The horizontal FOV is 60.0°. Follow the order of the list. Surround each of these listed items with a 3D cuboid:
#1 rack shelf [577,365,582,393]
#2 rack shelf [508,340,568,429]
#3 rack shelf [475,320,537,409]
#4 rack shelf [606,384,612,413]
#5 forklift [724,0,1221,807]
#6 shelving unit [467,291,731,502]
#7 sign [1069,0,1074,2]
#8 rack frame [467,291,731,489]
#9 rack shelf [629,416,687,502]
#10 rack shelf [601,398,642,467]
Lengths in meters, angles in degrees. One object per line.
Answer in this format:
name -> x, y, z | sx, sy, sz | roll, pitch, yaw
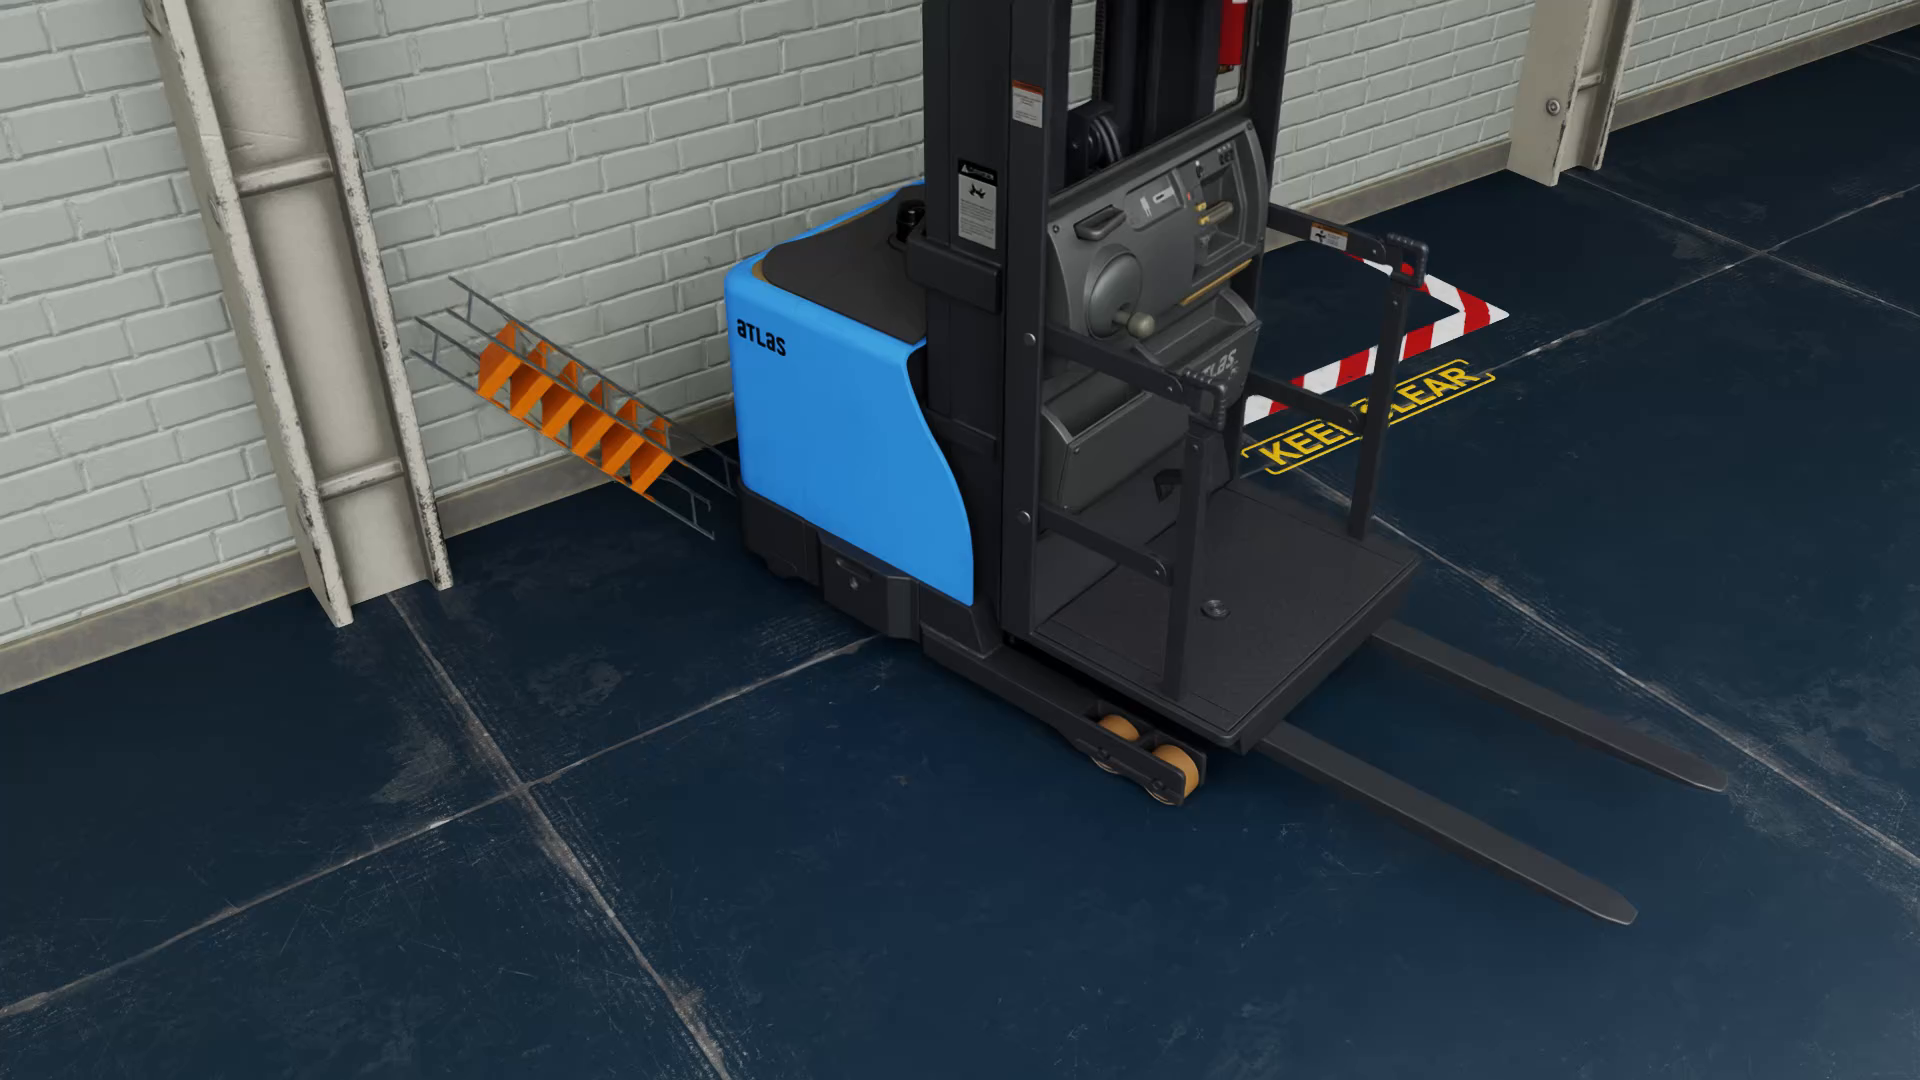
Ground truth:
rack shelf -> -1.298, -0.464, 5.448 | 0.020, 0.166, 0.199 | 34, 21, -31
rack shelf -> -1.369, -0.513, 5.396 | 0.103, 0.180, 0.258 | 34, 21, -31
rack shelf -> -1.453, -0.570, 5.333 | 0.103, 0.180, 0.258 | 34, 21, -31
rack shelf -> -1.214, -0.407, 5.510 | 0.020, 0.166, 0.199 | 34, 21, -31
forklift -> 0.706, -0.792, 4.341 | 3.031, 2.935, 1.130 | 27, 44, 32
shelving unit -> -1.230, -0.419, 5.497 | 1.046, 0.183, 0.258 | 34, 21, -31
sign -> 10.361, -2.162, 6.103 | 16.451, 0.391, 11.513 | -22, 41, -28
rack frame -> -1.169, -0.479, 5.469 | 1.046, 0.002, 0.228 | 34, 21, -31
rack shelf -> -1.031, -0.281, 5.646 | 0.103, 0.180, 0.258 | 34, 21, -31
rack shelf -> -1.134, -0.352, 5.569 | 0.034, 0.171, 0.221 | 34, 21, -31
